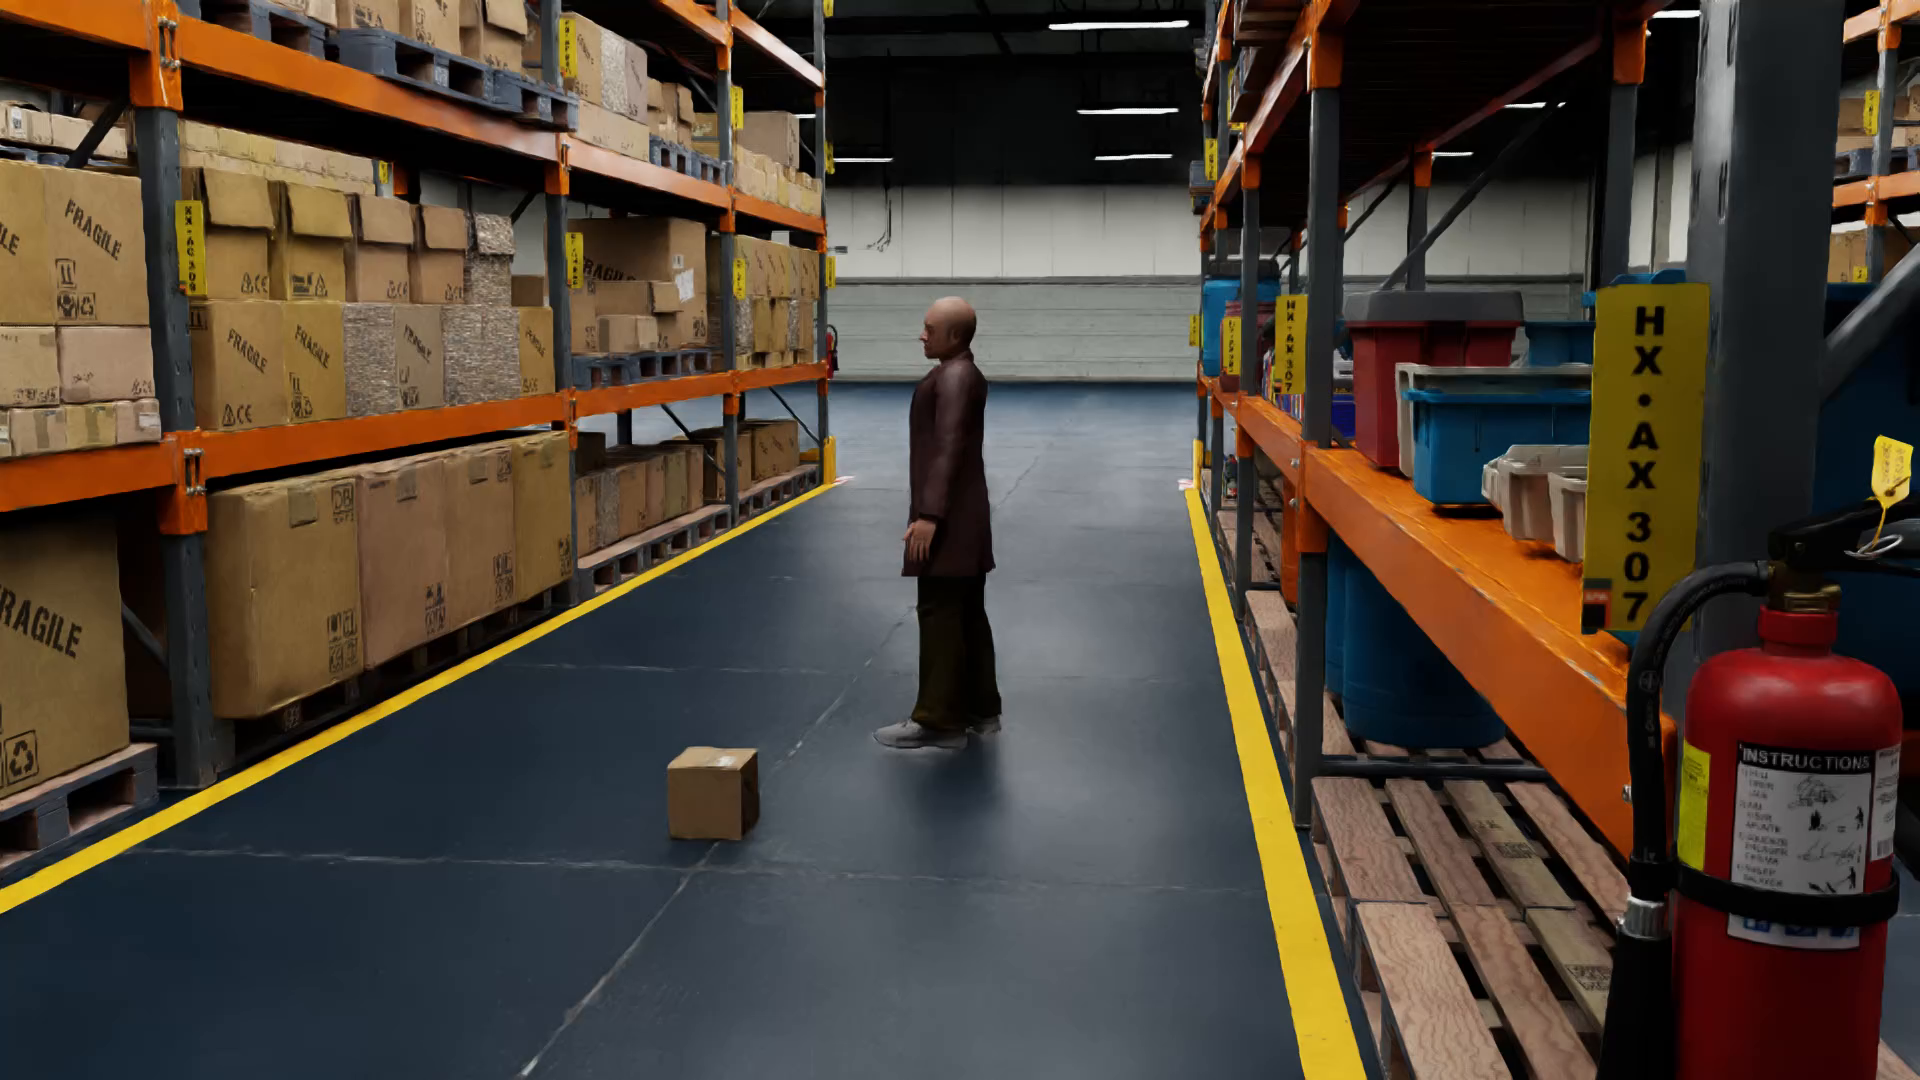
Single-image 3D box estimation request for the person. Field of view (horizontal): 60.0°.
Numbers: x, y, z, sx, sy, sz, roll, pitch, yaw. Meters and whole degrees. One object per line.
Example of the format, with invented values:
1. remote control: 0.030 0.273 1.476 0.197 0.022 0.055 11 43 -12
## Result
1. person: -0.044 -0.300 6.618 0.341 0.931 0.677 1 8 10
